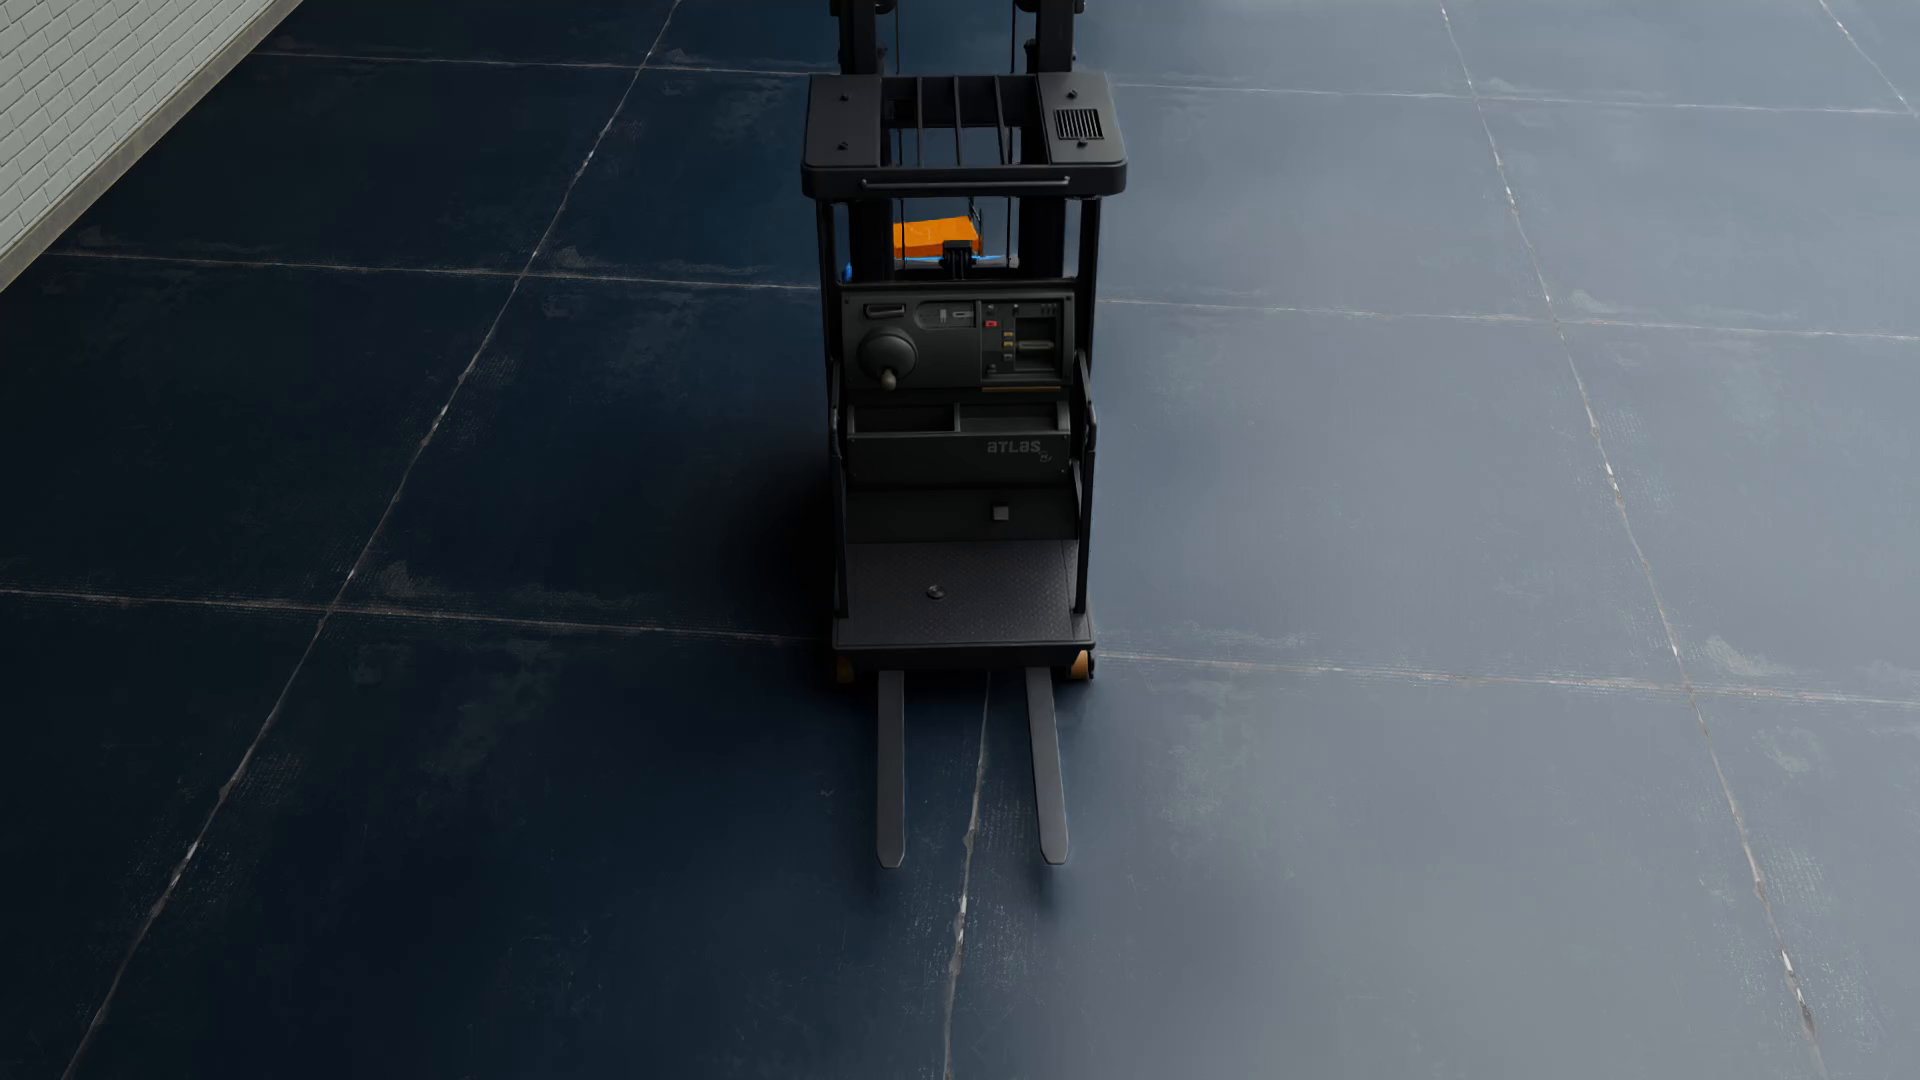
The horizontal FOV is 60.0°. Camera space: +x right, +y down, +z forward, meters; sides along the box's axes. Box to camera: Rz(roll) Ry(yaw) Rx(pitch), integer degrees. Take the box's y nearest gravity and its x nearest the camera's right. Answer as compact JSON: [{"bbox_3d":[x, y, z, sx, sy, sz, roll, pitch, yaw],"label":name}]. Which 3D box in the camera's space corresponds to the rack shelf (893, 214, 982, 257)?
[{"bbox_3d":[-0.157,-1.445,8.117,0.480,0.148,0.258,-8,38,-10],"label":"rack shelf"}]

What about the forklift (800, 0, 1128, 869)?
[{"bbox_3d":[0.002,-0.723,6.487,1.130,2.935,3.031,-1,39,-1],"label":"forklift"}]

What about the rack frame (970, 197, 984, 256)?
[{"bbox_3d":[0.084,-1.168,8.399,0.015,1.200,0.240,-8,38,-10],"label":"rack frame"}]

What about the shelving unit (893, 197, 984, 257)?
[{"bbox_3d":[-0.154,-1.134,8.358,0.503,1.200,0.258,-8,38,-10],"label":"shelving unit"}]
